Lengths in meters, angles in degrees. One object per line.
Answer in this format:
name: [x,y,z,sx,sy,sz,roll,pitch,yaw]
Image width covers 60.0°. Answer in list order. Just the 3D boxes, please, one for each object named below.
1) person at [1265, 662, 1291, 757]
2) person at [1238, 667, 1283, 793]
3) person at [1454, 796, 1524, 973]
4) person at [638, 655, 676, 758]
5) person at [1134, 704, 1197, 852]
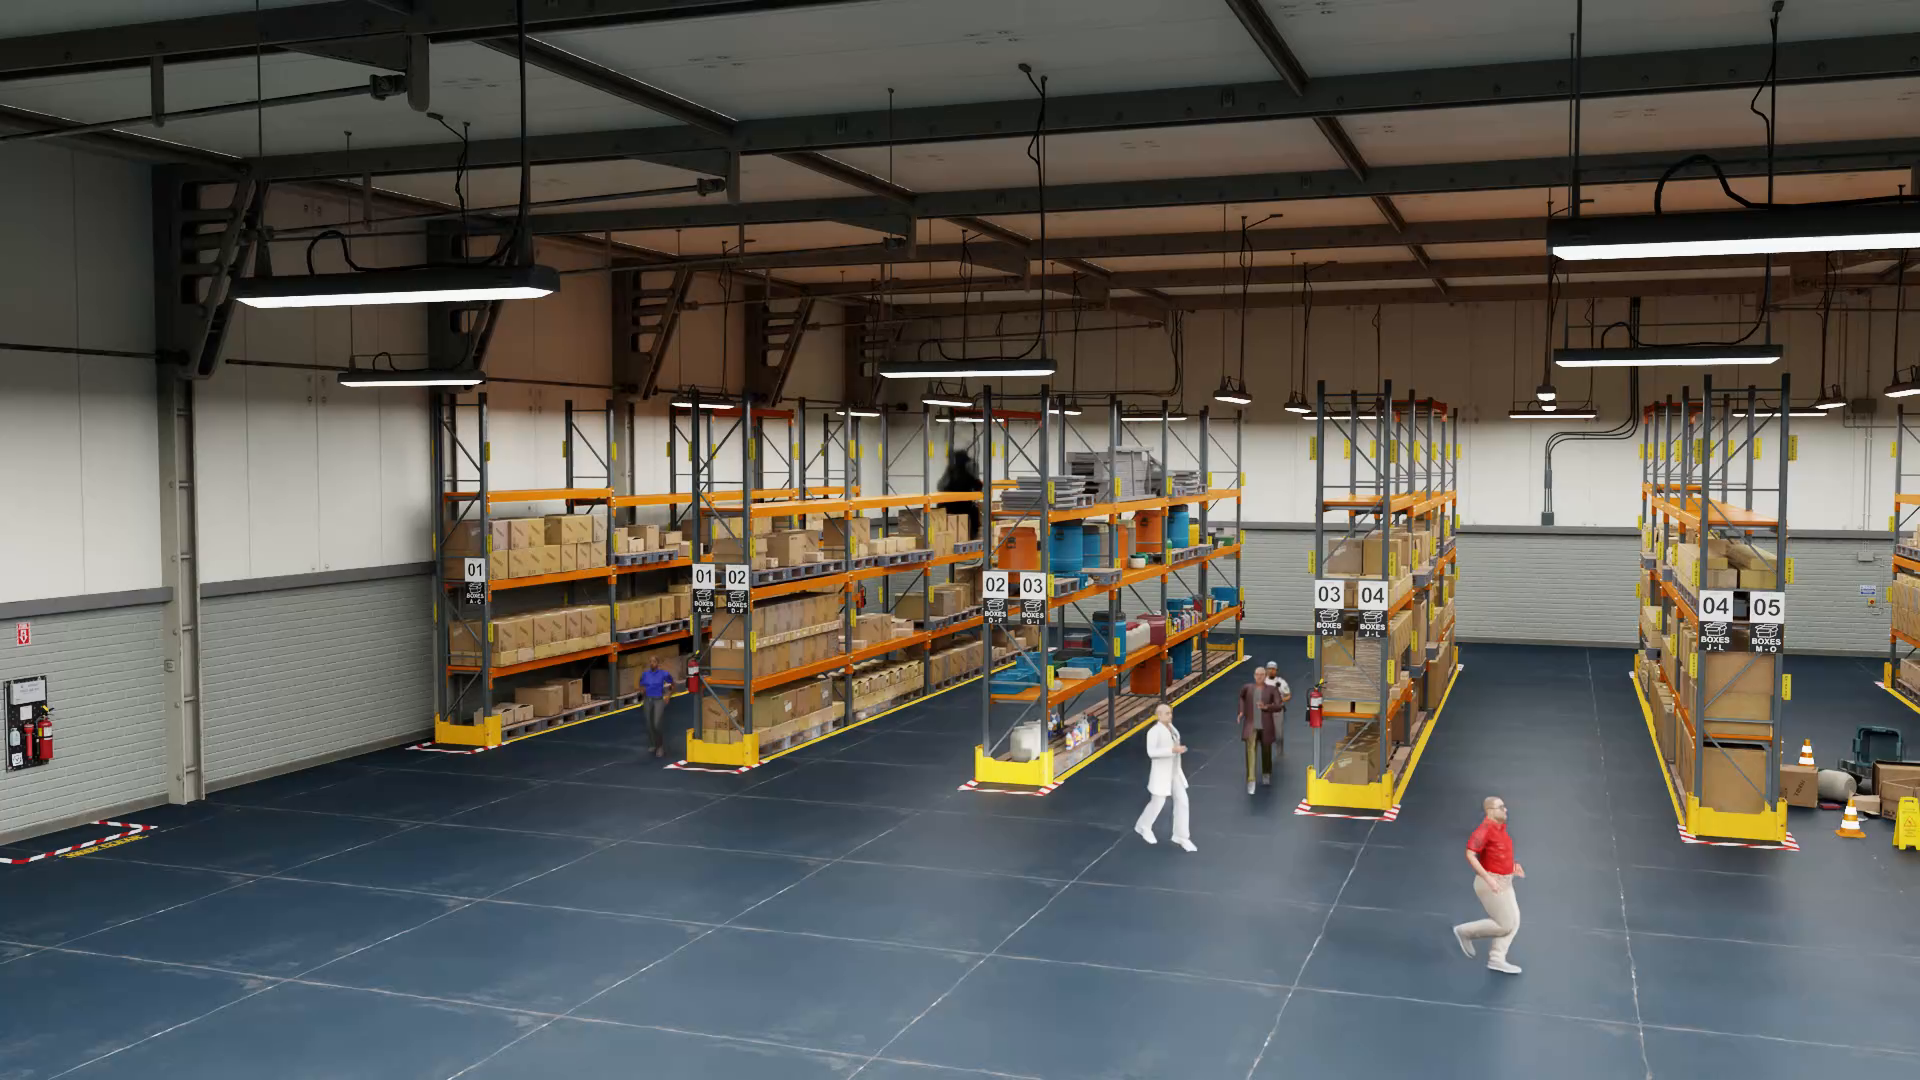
person: [4.979,2.761,26.599,0.619,1.638,0.862,1,3,15]
person: [4.424,2.772,24.575,0.684,1.790,0.995,1,3,17]
person: [5.135,3.306,16.015,0.562,1.677,0.679,2,4,35]
person: [-5.010,2.744,27.282,0.583,1.687,0.650,1,3,10]
person: [2.581,2.975,20.954,0.693,1.816,0.896,-3,4,-42]
